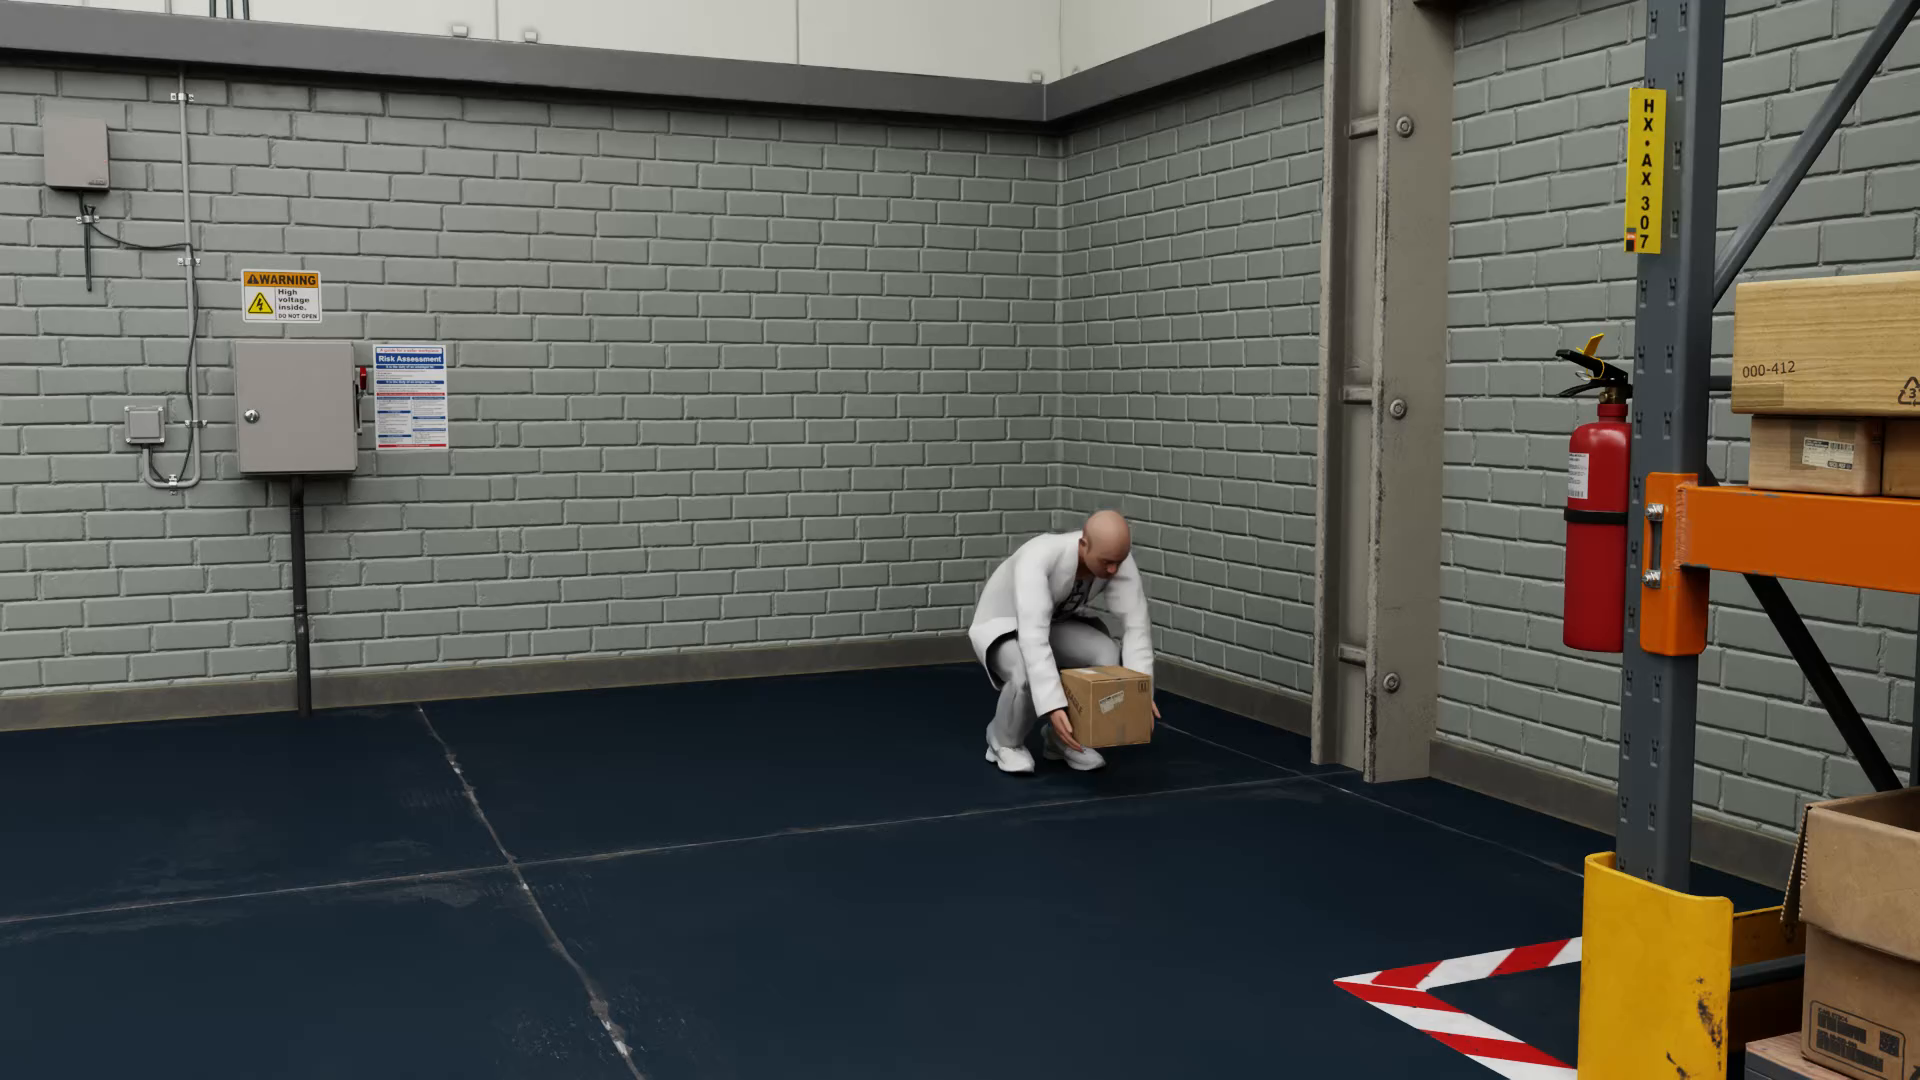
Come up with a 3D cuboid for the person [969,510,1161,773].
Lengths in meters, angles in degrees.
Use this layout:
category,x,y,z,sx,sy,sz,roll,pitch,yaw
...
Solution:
category,x,y,z,sx,sy,sz,roll,pitch,yaw
person,0.392,0.396,6.488,0.612,1.029,0.895,-2,6,-24
